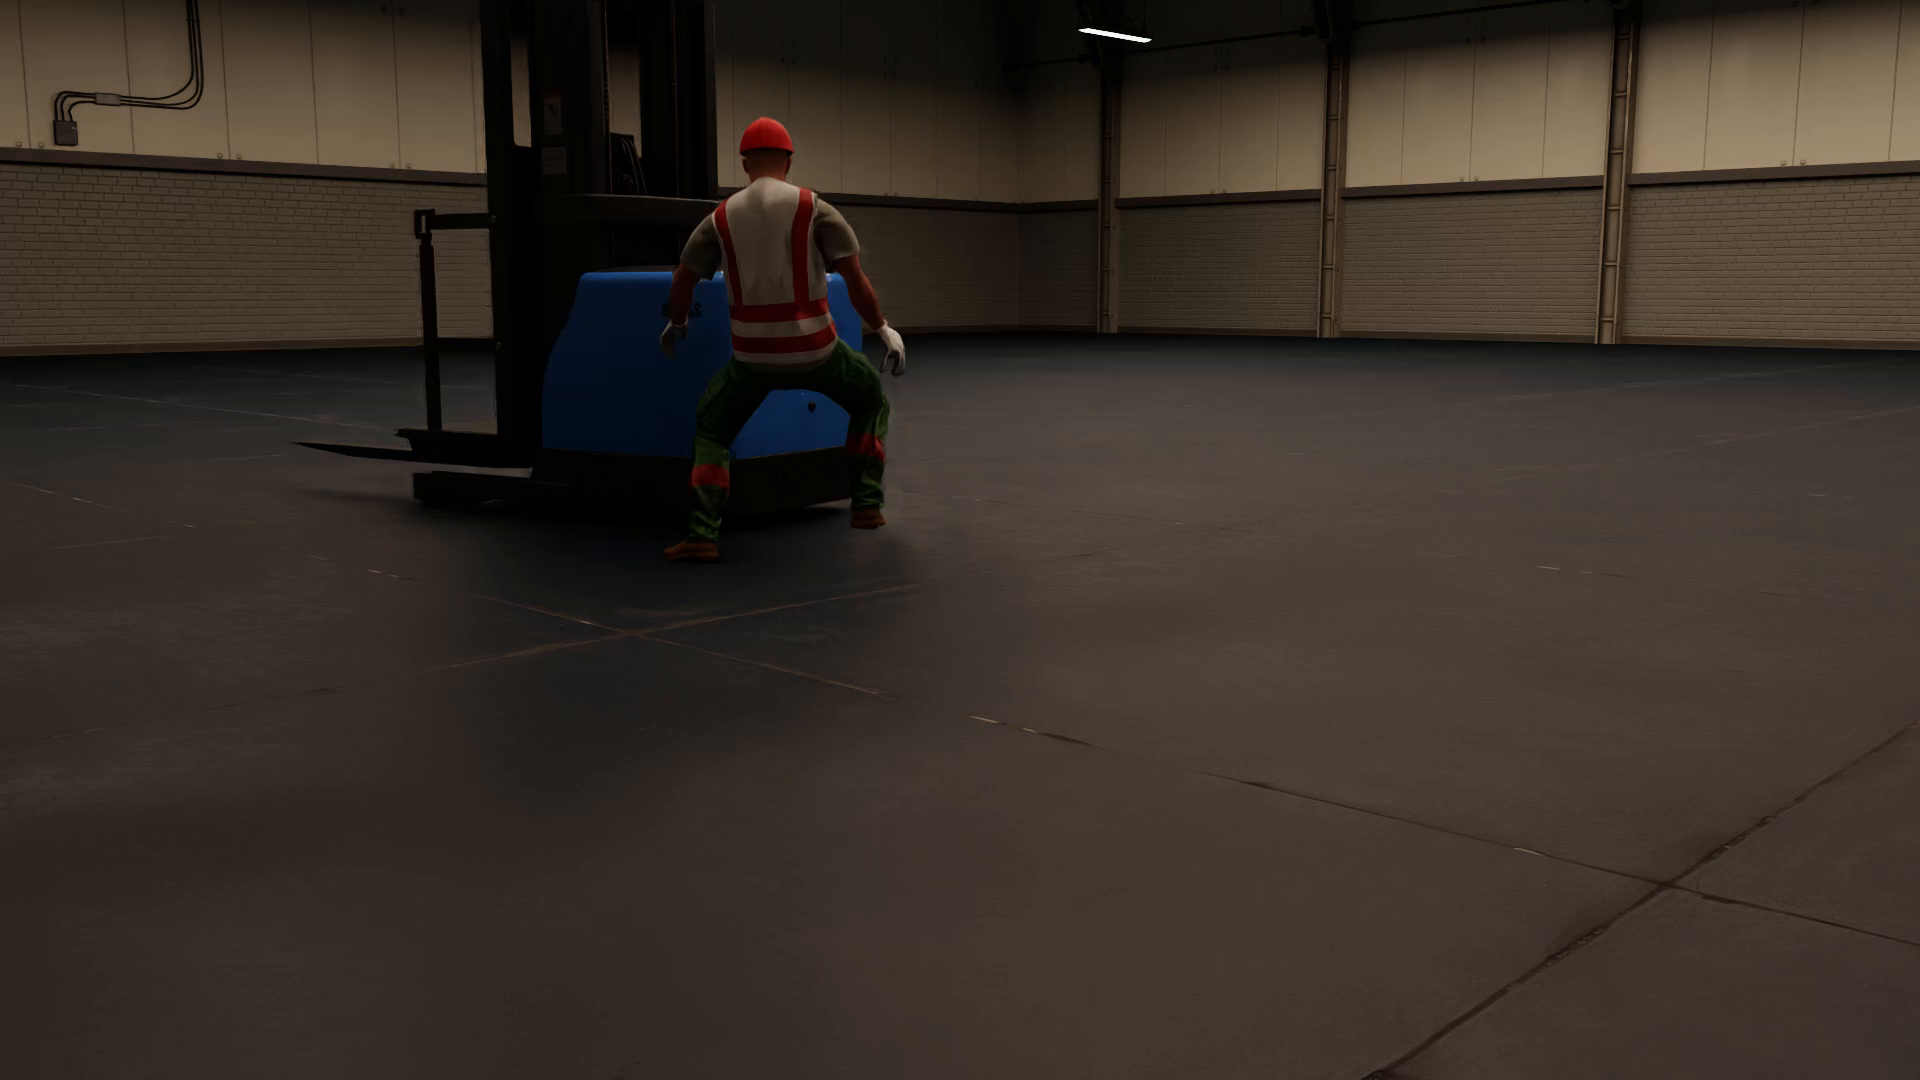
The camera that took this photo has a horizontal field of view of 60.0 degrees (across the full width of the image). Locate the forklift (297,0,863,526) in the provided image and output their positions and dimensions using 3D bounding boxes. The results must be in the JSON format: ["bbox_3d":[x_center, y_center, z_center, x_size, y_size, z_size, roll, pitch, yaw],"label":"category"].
[{"bbox_3d":[-1.944,-1.647,7.812,3.031,2.935,1.130,5,10,32],"label":"forklift"}]

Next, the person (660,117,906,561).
[{"bbox_3d":[-0.705,-0.758,6.320,0.994,1.650,0.678,1,9,8],"label":"person"}]
